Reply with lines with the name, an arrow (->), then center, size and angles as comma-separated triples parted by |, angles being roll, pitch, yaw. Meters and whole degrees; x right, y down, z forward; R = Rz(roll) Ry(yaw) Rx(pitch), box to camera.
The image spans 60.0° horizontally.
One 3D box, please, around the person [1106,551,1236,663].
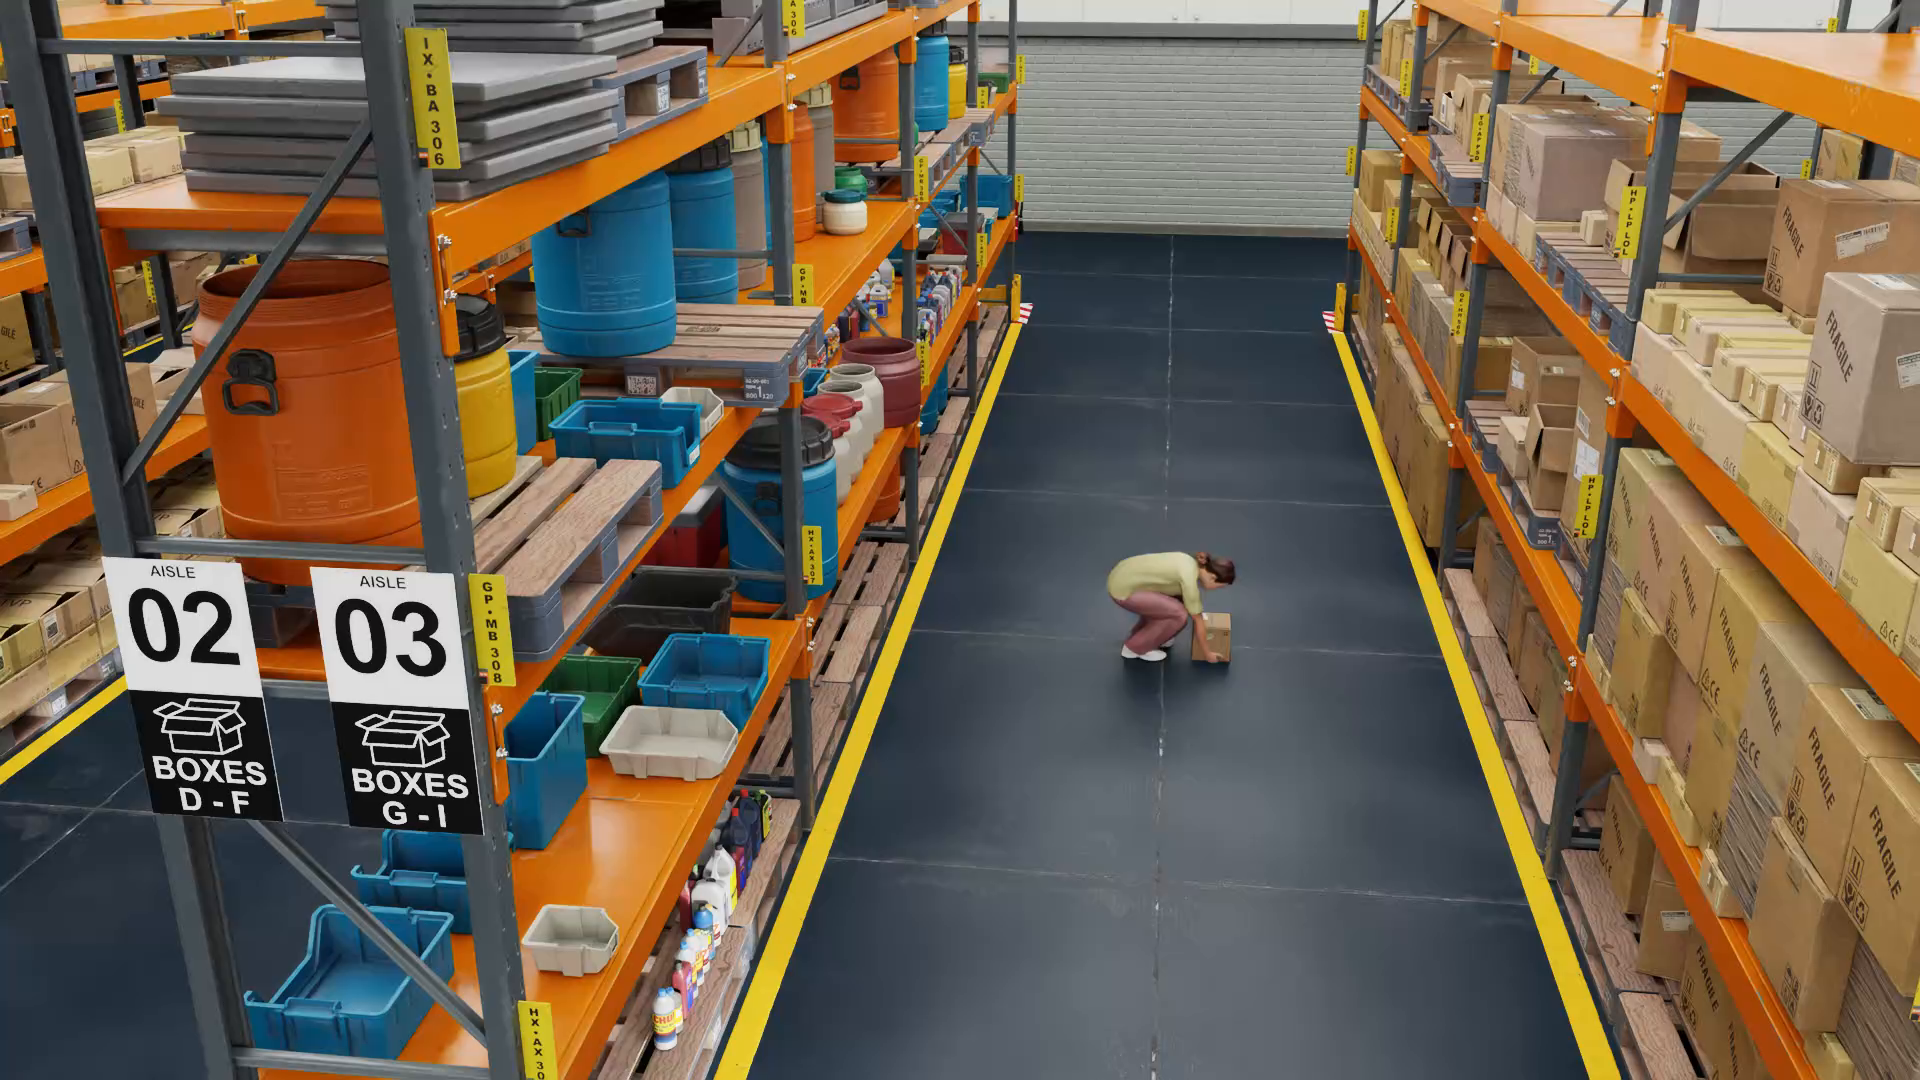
person -> 1.424, 0.429, 11.289 | 0.863, 0.759, 0.450 | 2, 21, 5
